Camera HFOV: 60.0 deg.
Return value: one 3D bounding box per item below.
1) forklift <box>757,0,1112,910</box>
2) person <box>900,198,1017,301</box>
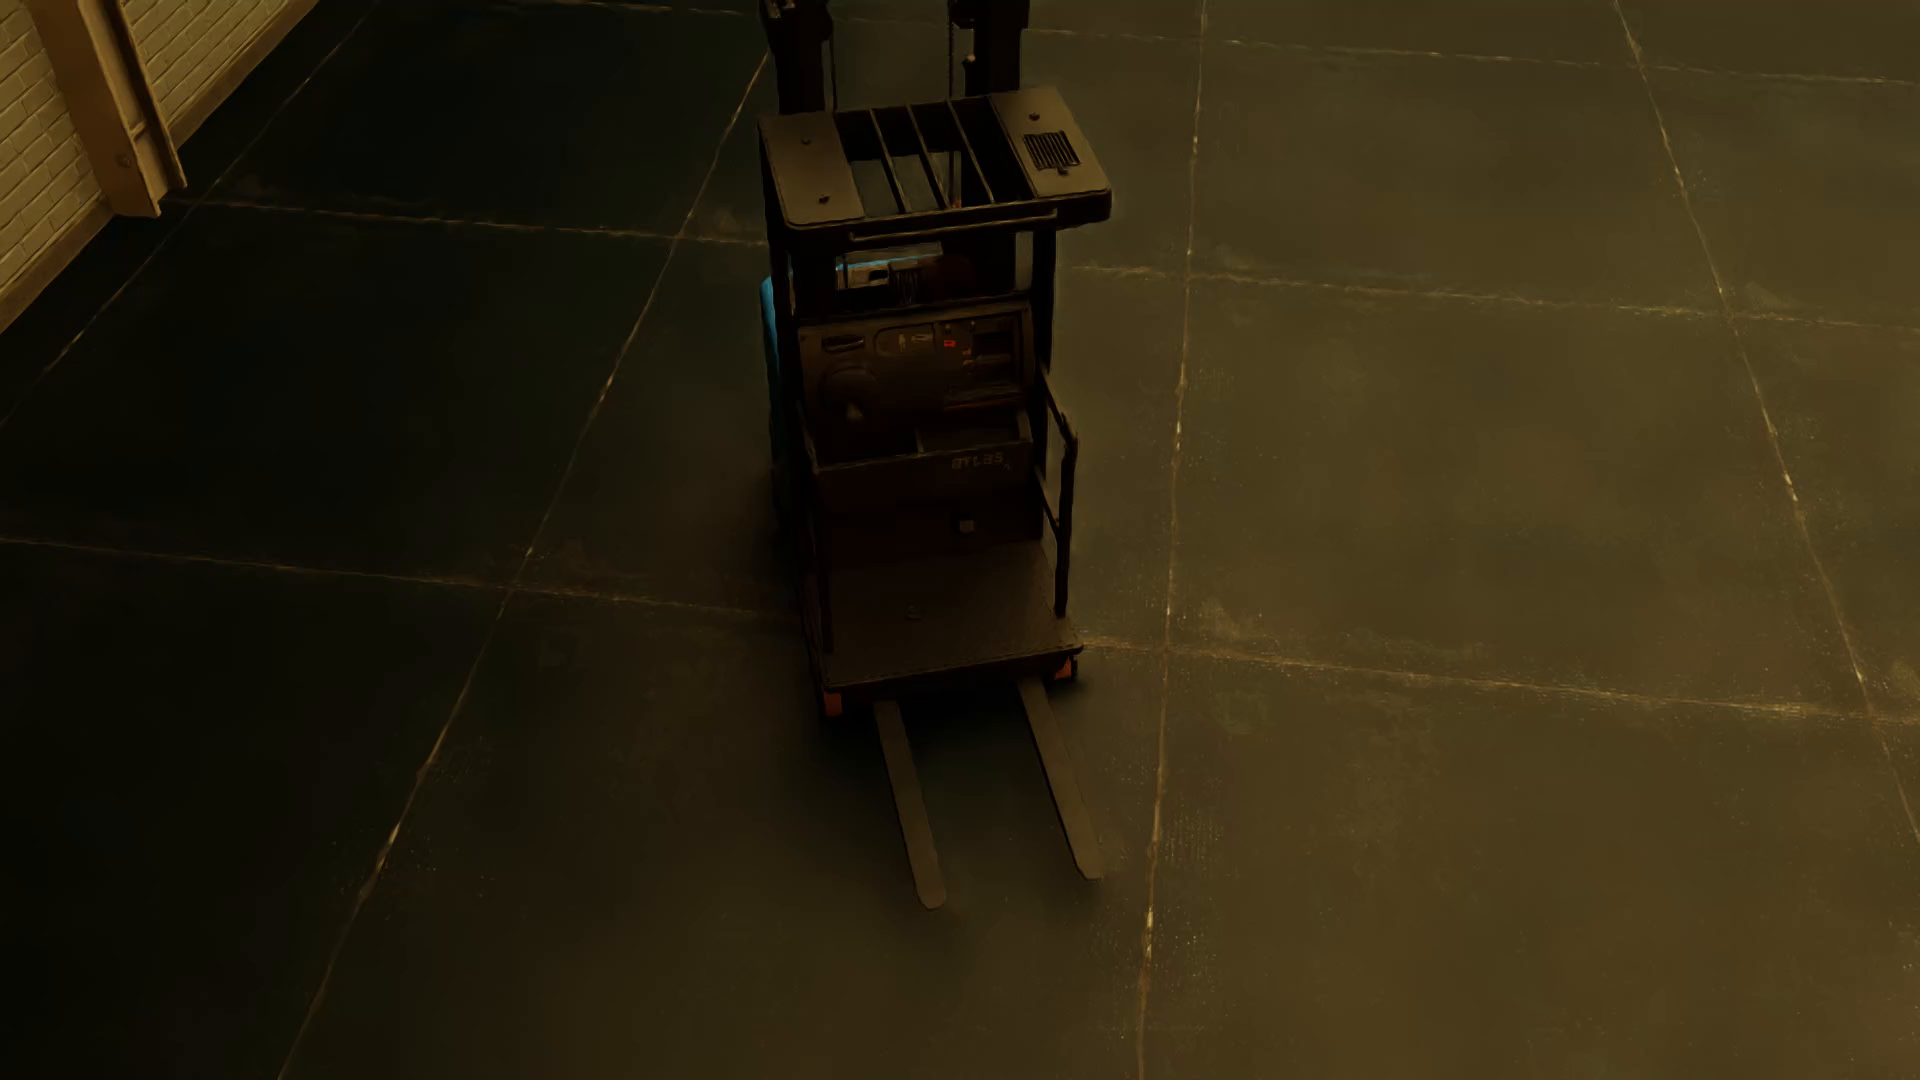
[{"bbox_3d":[-0.118,-0.610,6.389,1.130,2.935,3.031,-8,43,-9],"label":"forklift"},{"bbox_3d":[0.005,-0.775,7.254,0.558,1.694,0.418,5,43,6],"label":"person"}]
